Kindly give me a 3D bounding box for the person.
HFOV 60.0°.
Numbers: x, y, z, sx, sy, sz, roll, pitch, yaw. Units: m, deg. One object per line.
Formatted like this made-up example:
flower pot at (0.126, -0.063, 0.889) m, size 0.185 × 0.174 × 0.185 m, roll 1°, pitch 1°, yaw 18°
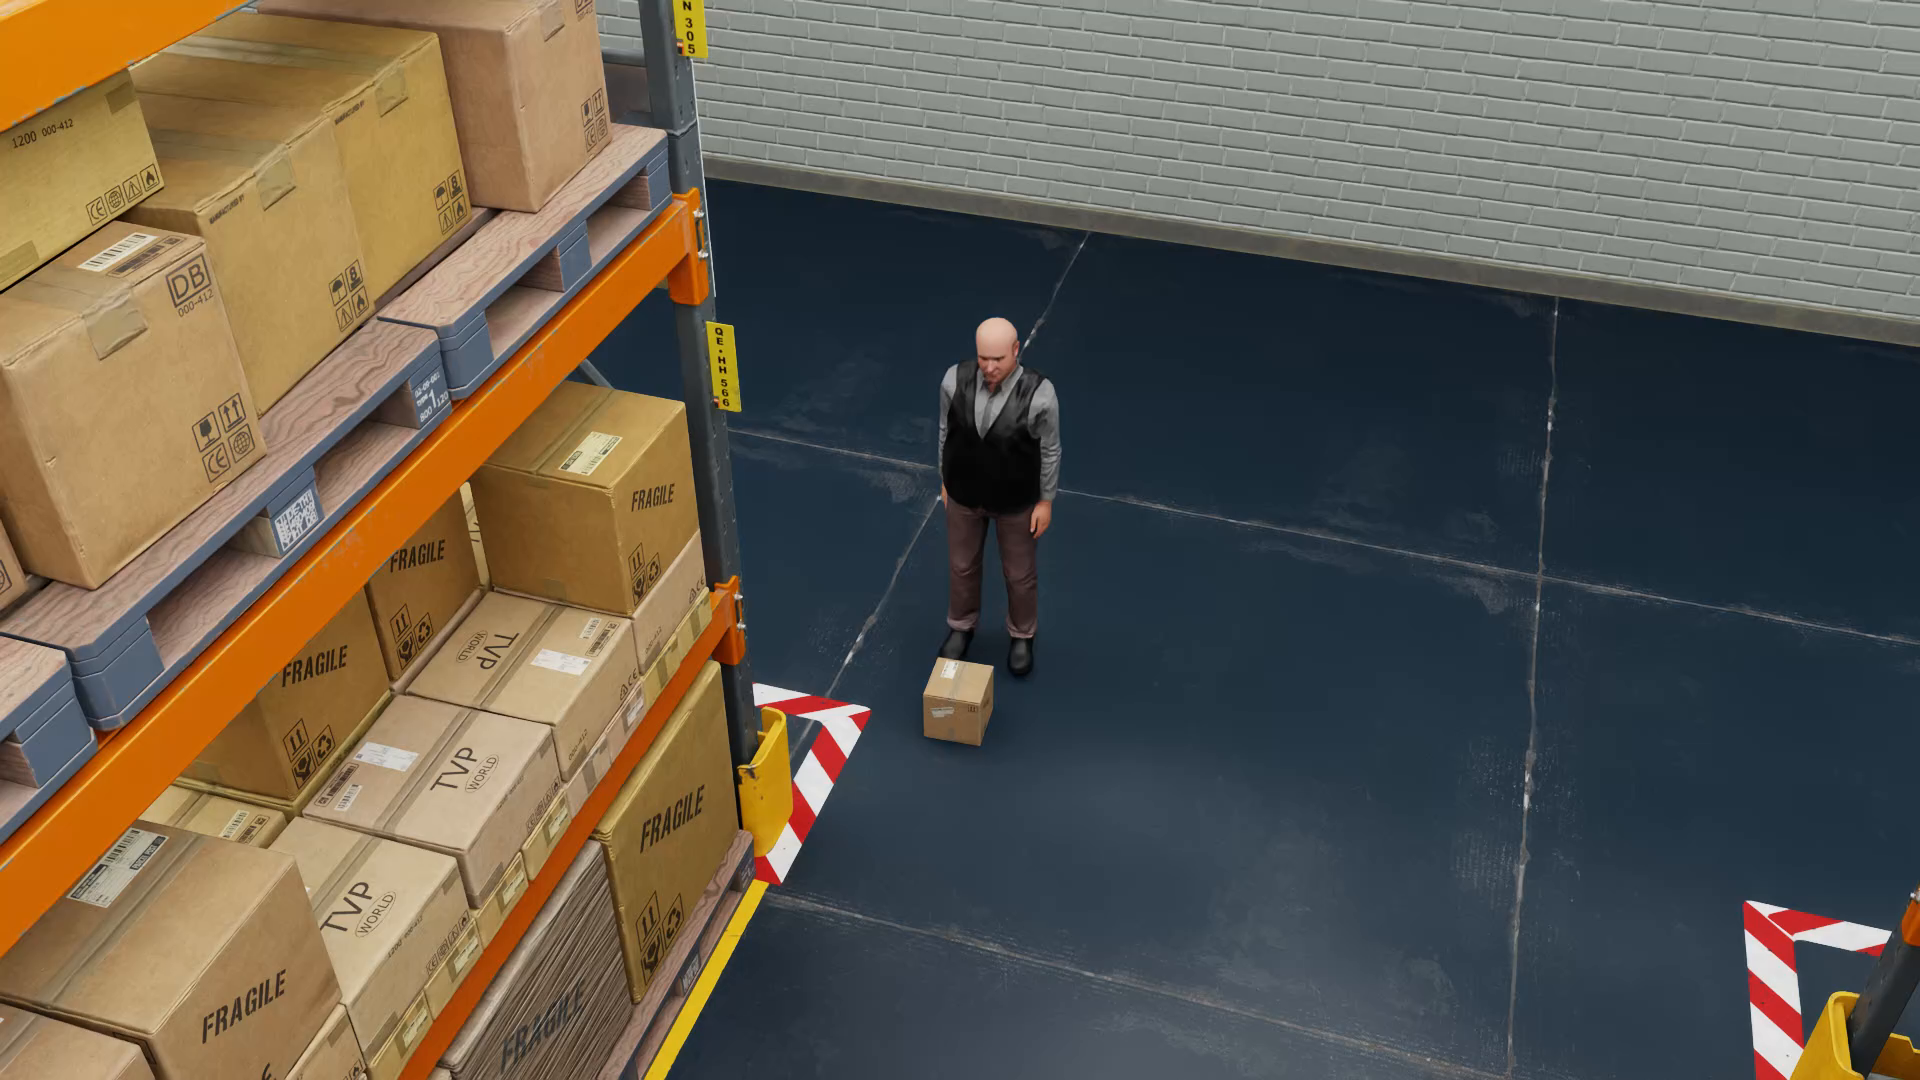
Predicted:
person at (0.151, -0.180, 7.136) m, size 0.539 × 1.720 × 0.381 m, roll 12°, pitch 38°, yaw 15°
